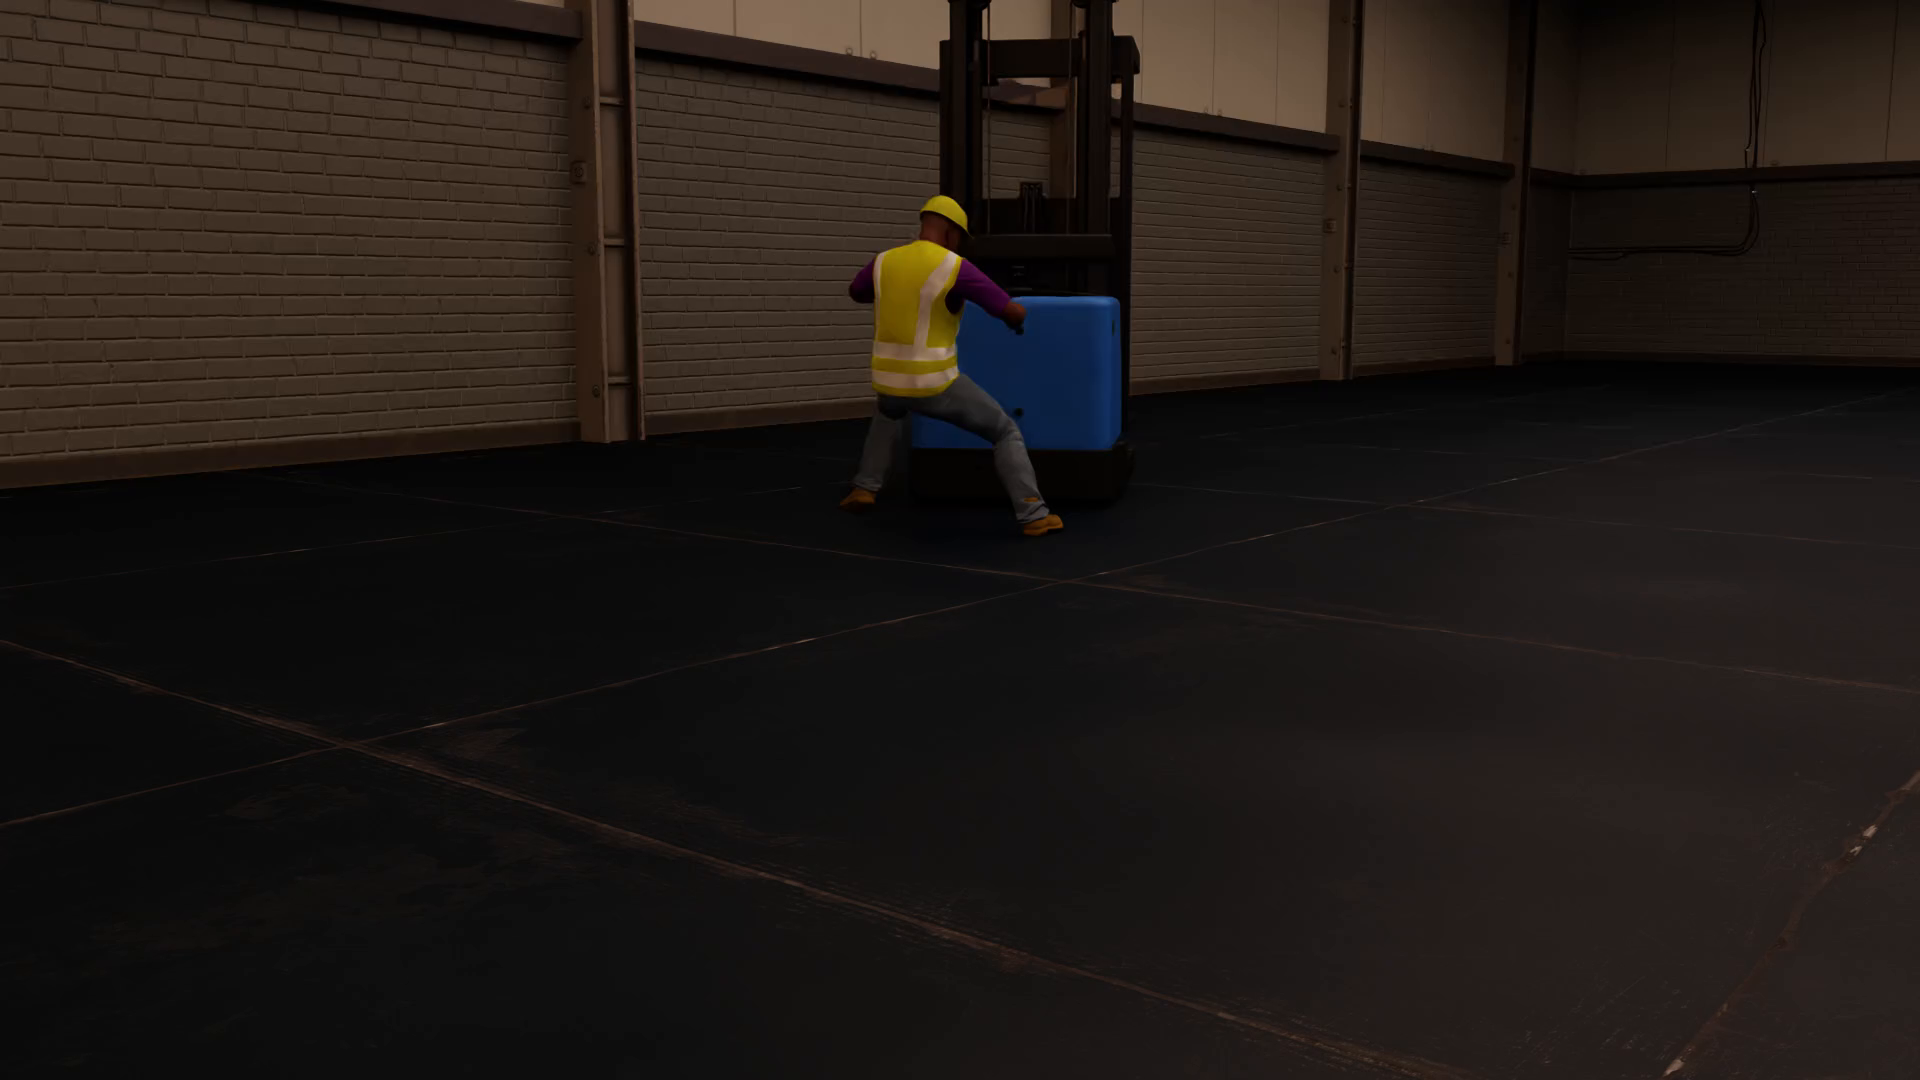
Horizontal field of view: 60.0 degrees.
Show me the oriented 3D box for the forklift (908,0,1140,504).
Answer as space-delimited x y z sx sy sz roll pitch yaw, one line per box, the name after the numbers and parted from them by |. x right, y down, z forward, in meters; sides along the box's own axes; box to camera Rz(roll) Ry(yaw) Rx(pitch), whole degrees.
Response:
0.466 -1.814 9.680 1.130 2.935 3.031 1 8 9 | forklift

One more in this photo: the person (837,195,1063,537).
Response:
-0.093 -0.816 7.727 1.133 1.528 0.735 6 11 37 | person
